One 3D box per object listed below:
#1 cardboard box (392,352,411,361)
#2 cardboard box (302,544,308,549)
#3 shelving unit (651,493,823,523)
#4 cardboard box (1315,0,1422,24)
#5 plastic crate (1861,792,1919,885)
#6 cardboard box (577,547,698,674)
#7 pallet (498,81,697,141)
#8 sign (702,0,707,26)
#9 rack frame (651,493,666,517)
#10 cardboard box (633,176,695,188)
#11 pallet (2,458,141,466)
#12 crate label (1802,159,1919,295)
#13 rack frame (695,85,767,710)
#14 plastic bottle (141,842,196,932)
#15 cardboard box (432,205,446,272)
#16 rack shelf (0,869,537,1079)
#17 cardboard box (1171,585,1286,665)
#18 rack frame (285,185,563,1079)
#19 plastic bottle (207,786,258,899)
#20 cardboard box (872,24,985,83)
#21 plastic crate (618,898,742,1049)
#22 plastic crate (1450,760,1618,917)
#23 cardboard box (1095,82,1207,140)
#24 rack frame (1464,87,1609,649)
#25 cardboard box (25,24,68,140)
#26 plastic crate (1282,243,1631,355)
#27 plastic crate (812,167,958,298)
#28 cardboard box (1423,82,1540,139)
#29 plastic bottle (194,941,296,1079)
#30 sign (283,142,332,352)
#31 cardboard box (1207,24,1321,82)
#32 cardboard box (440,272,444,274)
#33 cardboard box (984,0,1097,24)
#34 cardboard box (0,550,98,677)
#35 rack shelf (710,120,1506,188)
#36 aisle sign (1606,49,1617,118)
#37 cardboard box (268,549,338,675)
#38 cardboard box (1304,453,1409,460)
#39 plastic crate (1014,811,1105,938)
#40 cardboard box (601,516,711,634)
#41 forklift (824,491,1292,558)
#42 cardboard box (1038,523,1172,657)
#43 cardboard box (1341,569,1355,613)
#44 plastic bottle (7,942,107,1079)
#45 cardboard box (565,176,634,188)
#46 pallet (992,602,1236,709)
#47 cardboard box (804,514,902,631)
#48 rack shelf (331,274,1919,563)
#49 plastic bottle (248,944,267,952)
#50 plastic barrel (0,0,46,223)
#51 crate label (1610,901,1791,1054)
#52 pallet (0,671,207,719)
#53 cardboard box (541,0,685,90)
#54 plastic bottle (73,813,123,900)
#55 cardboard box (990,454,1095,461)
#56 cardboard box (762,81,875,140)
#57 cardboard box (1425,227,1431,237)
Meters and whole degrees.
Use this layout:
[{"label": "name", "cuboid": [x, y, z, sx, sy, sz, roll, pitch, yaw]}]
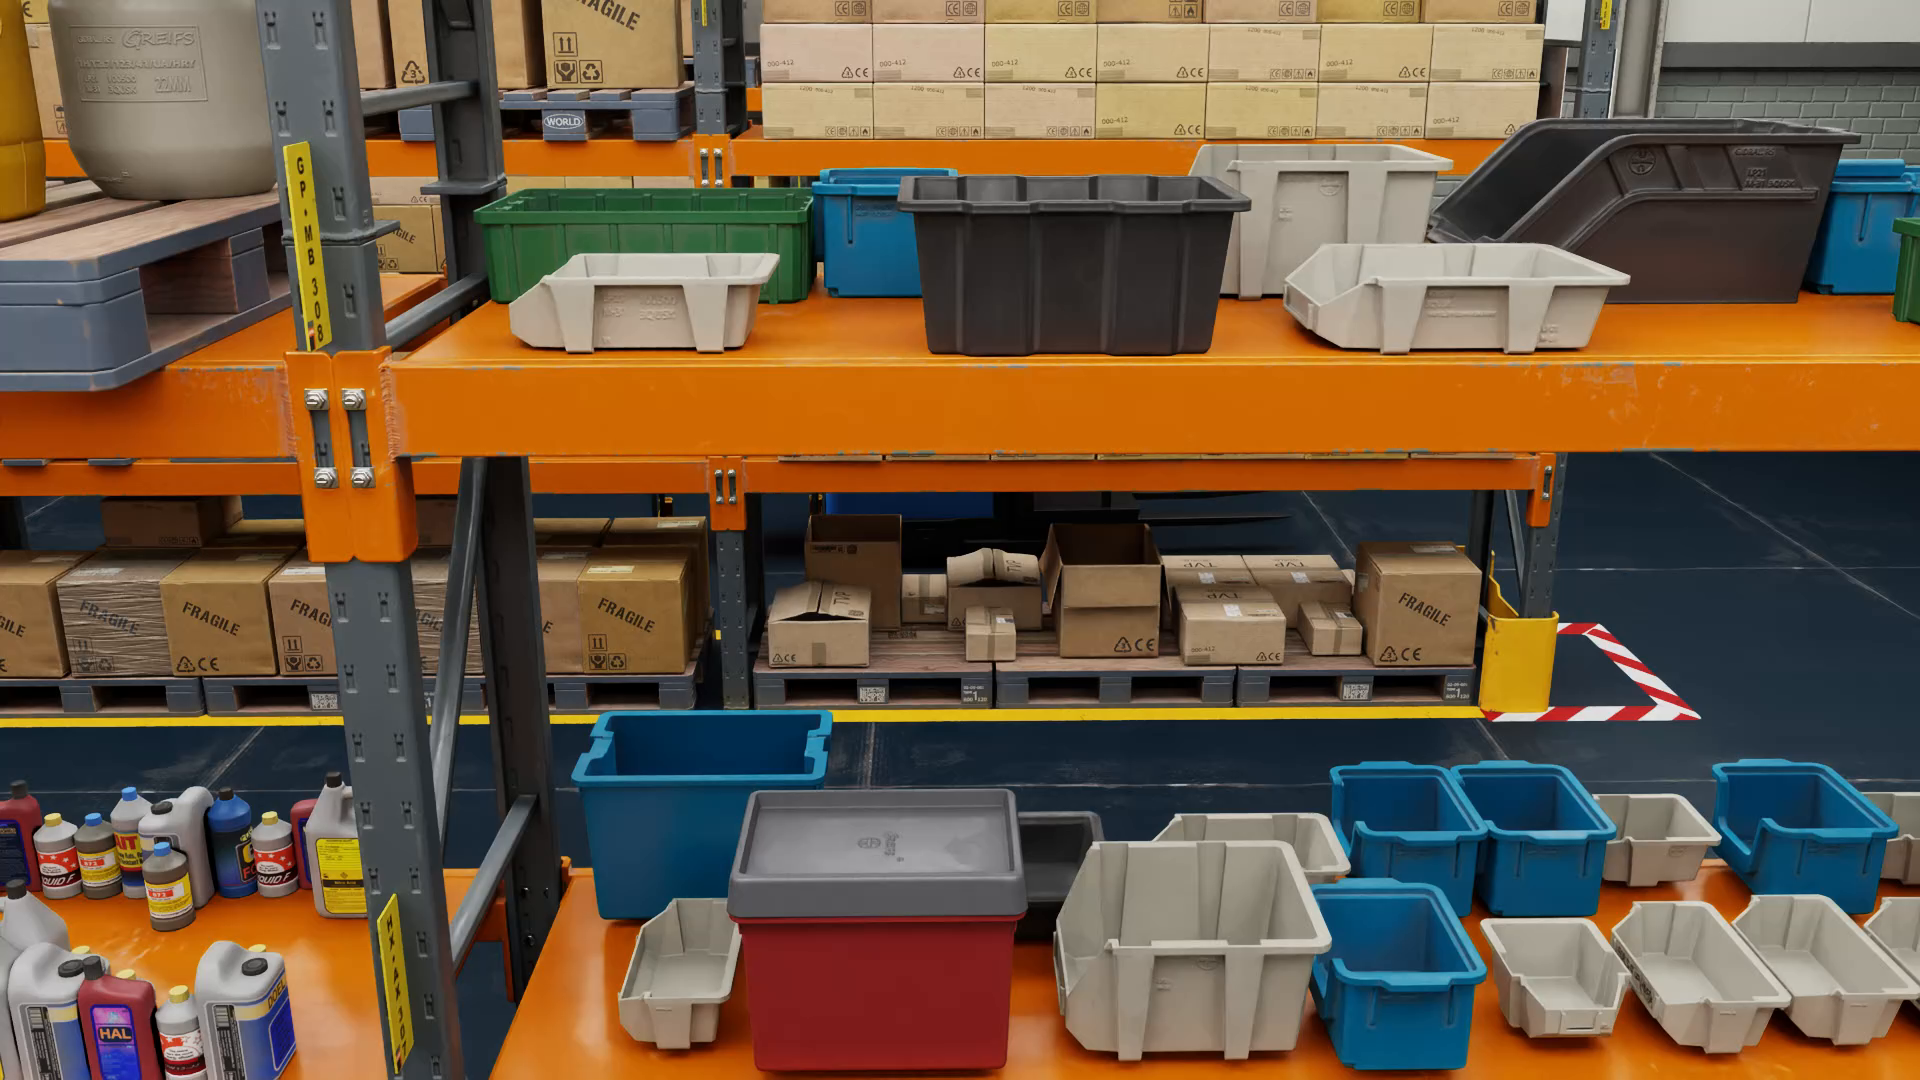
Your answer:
[{"label": "cardboard box", "cuboid": [-2.899, -0.941, 8.219, 0.500, 0.500, 0.700, -5, 18, -15]}, {"label": "cardboard box", "cuboid": [-3.159, 0.196, 8.897, 0.500, 0.500, 0.500, -1, 18, -3]}, {"label": "shelving unit", "cuboid": [-1.445, -0.680, 10.712, 1.083, 1.500, 0.587, -1, 18, -4]}, {"label": "cardboard box", "cuboid": [1.852, -2.708, 7.868, 0.500, 0.500, 0.700, 0, 18, -1]}, {"label": "plastic crate", "cuboid": [2.367, 0.747, 4.143, 0.298, 0.136, 0.250, 0, 18, -1]}, {"label": "cardboard box", "cuboid": [-1.622, 0.350, 8.418, 0.500, 0.500, 0.500, 0, 18, -1]}, {"label": "pallet", "cuboid": [-1.786, -2.078, 8.012, 1.003, 0.211, 1.213, 0, 18, -1]}, {"label": "sign", "cuboid": [-1.121, -2.413, 7.258, 0.005, 0.325, 0.100, 0, 18, -1]}, {"label": "rack frame", "cuboid": [-1.962, -0.669, 10.677, 0.032, 1.500, 0.500, -1, 18, -4]}, {"label": "cardboard box", "cuboid": [-2.190, -2.710, 12.673, 0.500, 0.250, 0.500, 0, 18, 0]}, {"label": "pallet", "cuboid": [-4.456, -0.635, 8.430, 1.003, 0.211, 1.213, 0, 18, -1]}, {"label": "crate label", "cuboid": [2.013, -0.679, 3.586, 0.502, 0.251, 0.408, 0, 18, -1]}, {"label": "rack frame", "cuboid": [-1.133, -0.721, 8.384, 0.127, 3.000, 1.000, 0, 18, -1]}, {"label": "plastic bottle", "cuboid": [-1.873, 0.812, 3.930, 0.097, 0.201, 0.097, 0, 18, 0]}, {"label": "cardboard box", "cuboid": [-3.705, -2.339, 12.745, 0.500, 0.500, 0.500, 0, 18, -1]}, {"label": "rack shelf", "cuboid": [-3.059, 1.144, 3.748, 4.000, 0.370, 1.077, 0, 18, -1]}, {"label": "cardboard box", "cuboid": [1.376, 0.433, 8.569, 0.500, 0.250, 0.500, 0, 18, -1]}, {"label": "rack frame", "cuboid": [-1.059, 0.792, 3.668, 0.127, 3.000, 1.000, 0, 18, -1]}, {"label": "plastic bottle", "cuboid": [-1.778, 0.732, 4.066, 0.097, 0.271, 0.097, 0, 18, 0]}, {"label": "cardboard box", "cuboid": [-0.143, -2.245, 7.652, 0.500, 0.250, 0.500, 0, 18, -1]}, {"label": "plastic crate", "cuboid": [-0.591, 0.930, 3.570, 0.243, 0.136, 0.396, 0, 18, -1]}, {"label": "plastic crate", "cuboid": [1.372, 0.731, 4.034, 0.300, 0.233, 0.416, 0, 18, -1]}, {"label": "cardboard box", "cuboid": [0.857, -2.011, 7.741, 0.500, 0.250, 0.500, 0, 18, -1]}, {"label": "rack frame", "cuboid": [2.866, -0.740, 8.444, 0.127, 3.000, 1.000, 0, 18, -1]}, {"label": "cardboard box", "cuboid": [-4.187, -2.192, 7.897, 0.500, 0.500, 0.910, 0, 18, -1]}, {"label": "plastic crate", "cuboid": [0.879, -0.444, 3.043, 0.530, 0.136, 0.437, 0, 18, -1]}, {"label": "plastic crate", "cuboid": [-0.154, -0.658, 3.553, 0.300, 0.233, 0.416, 0, 18, -1]}, {"label": "cardboard box", "cuboid": [2.357, -2.014, 7.750, 0.500, 0.250, 0.500, 0, 18, -1]}, {"label": "plastic bottle", "cuboid": [-1.448, 0.952, 3.373, 0.135, 0.276, 0.152, 0, 18, -1]}, {"label": "sign", "cuboid": [-1.052, -0.473, 2.685, 0.005, 0.325, 0.100, 0, 18, -1]}, {"label": "cardboard box", "cuboid": [1.357, -2.251, 7.670, 0.500, 0.250, 0.500, 0, 18, -1]}, {"label": "cardboard box", "cuboid": [-3.854, -2.052, 12.912, 0.250, 0.149, 0.380, 0, 18, 0]}, {"label": "cardboard box", "cuboid": [0.354, -2.650, 7.687, 0.500, 0.500, 0.700, 0, 18, -1]}, {"label": "cardboard box", "cuboid": [-4.673, 0.364, 8.373, 0.500, 0.500, 0.500, 0, 18, 1]}, {"label": "rack shelf", "cuboid": [0.866, -1.816, 8.066, 4.000, 0.370, 1.077, 0, 18, -1]}, {"label": "aisle sign", "cuboid": [2.939, -1.885, 7.756, 0.004, 0.787, 0.394, 0, 18, -1]}, {"label": "cardboard box", "cuboid": [-3.126, 0.355, 8.402, 0.500, 0.500, 0.500, -1, 18, -3]}, {"label": "cardboard box", "cuboid": [1.904, -0.699, 8.152, 0.500, 0.500, 0.500, 0, 18, 0]}, {"label": "plastic crate", "cuboid": [0.056, 0.807, 3.973, 0.590, 0.125, 0.437, 0, 18, -1]}, {"label": "cardboard box", "cuboid": [-1.621, 0.188, 8.923, 0.500, 0.500, 0.500, -1, 18, -3]}, {"label": "forklift", "cuboid": [0.628, -1.408, 10.640, 3.031, 2.935, 1.130, -1, 18, -4]}, {"label": "cardboard box", "cuboid": [0.745, 0.248, 8.731, 0.637, 0.503, 0.797, 0, 18, -1]}, {"label": "cardboard box", "cuboid": [2.192, 0.298, 9.127, 0.250, 0.166, 0.380, 0, 18, -1]}, {"label": "plastic bottle", "cuboid": [-1.813, 0.953, 3.368, 0.135, 0.276, 0.152, 0, 18, -1]}, {"label": "cardboard box", "cuboid": [-2.700, -2.707, 12.665, 0.500, 0.250, 0.500, 0, 18, 0]}, {"label": "pallet", "cuboid": [0.776, 0.597, 8.841, 1.213, 0.211, 1.003, 0, 18, -1]}, {"label": "cardboard box", "cuboid": [-0.568, 0.171, 8.977, 0.500, 0.500, 0.500, 0, 18, -1]}, {"label": "rack shelf", "cuboid": [0.941, -0.303, 3.350, 4.000, 0.370, 1.077, 0, 18, -1]}, {"label": "plastic bottle", "cuboid": [-1.468, 0.949, 3.503, 0.097, 0.201, 0.097, 0, 18, 0]}, {"label": "plastic barrel", "cuboid": [-1.968, -0.859, 2.910, 0.600, 0.588, 0.600, 0, 18, 0]}, {"label": "crate label", "cuboid": [1.560, 0.935, 3.556, 0.243, 0.136, 0.396, 0, 18, -1]}, {"label": "pallet", "cuboid": [-4.386, 0.634, 8.725, 1.213, 0.211, 1.003, 0, 18, -1]}, {"label": "cardboard box", "cuboid": [-1.638, -2.464, 7.894, 0.600, 0.600, 0.600, -2, 18, -6]}, {"label": "plastic bottle", "cuboid": [-2.107, 0.767, 4.071, 0.097, 0.201, 0.097, 0, 18, 0]}, {"label": "cardboard box", "cuboid": [0.393, -0.693, 8.133, 0.500, 0.500, 0.500, 0, 18, -1]}, {"label": "cardboard box", "cuboid": [-0.643, -2.005, 7.720, 0.500, 0.250, 0.500, 0, 18, -1]}, {"label": "cardboard box", "cuboid": [2.418, -1.342, 8.520, 0.500, 0.500, 0.500, 0, 18, 1]}]
